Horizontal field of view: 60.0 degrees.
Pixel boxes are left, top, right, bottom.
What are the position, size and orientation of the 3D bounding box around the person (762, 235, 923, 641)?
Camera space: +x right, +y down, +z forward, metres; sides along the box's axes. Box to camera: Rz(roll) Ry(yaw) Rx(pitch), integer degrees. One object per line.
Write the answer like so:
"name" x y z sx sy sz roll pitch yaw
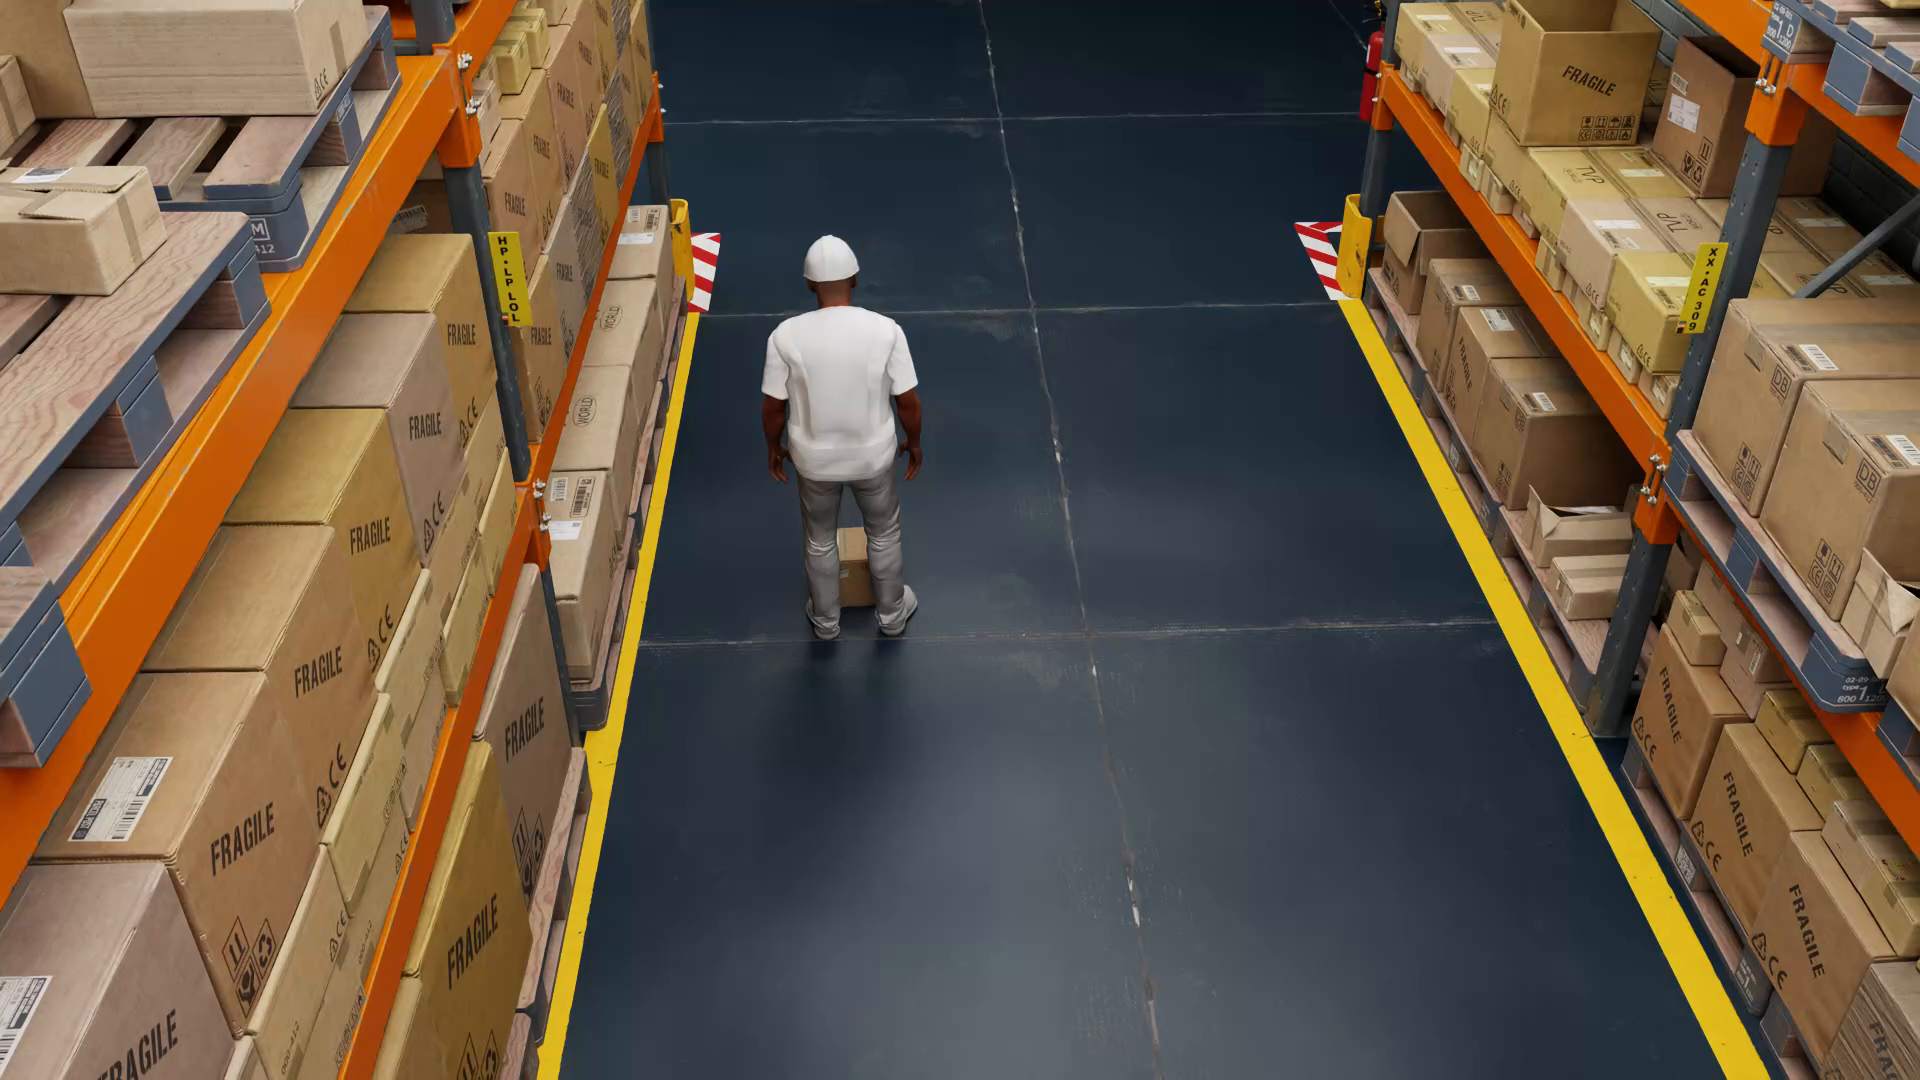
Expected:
"person" -0.463 -0.371 6.658 0.627 1.761 0.461 -2 35 -2
